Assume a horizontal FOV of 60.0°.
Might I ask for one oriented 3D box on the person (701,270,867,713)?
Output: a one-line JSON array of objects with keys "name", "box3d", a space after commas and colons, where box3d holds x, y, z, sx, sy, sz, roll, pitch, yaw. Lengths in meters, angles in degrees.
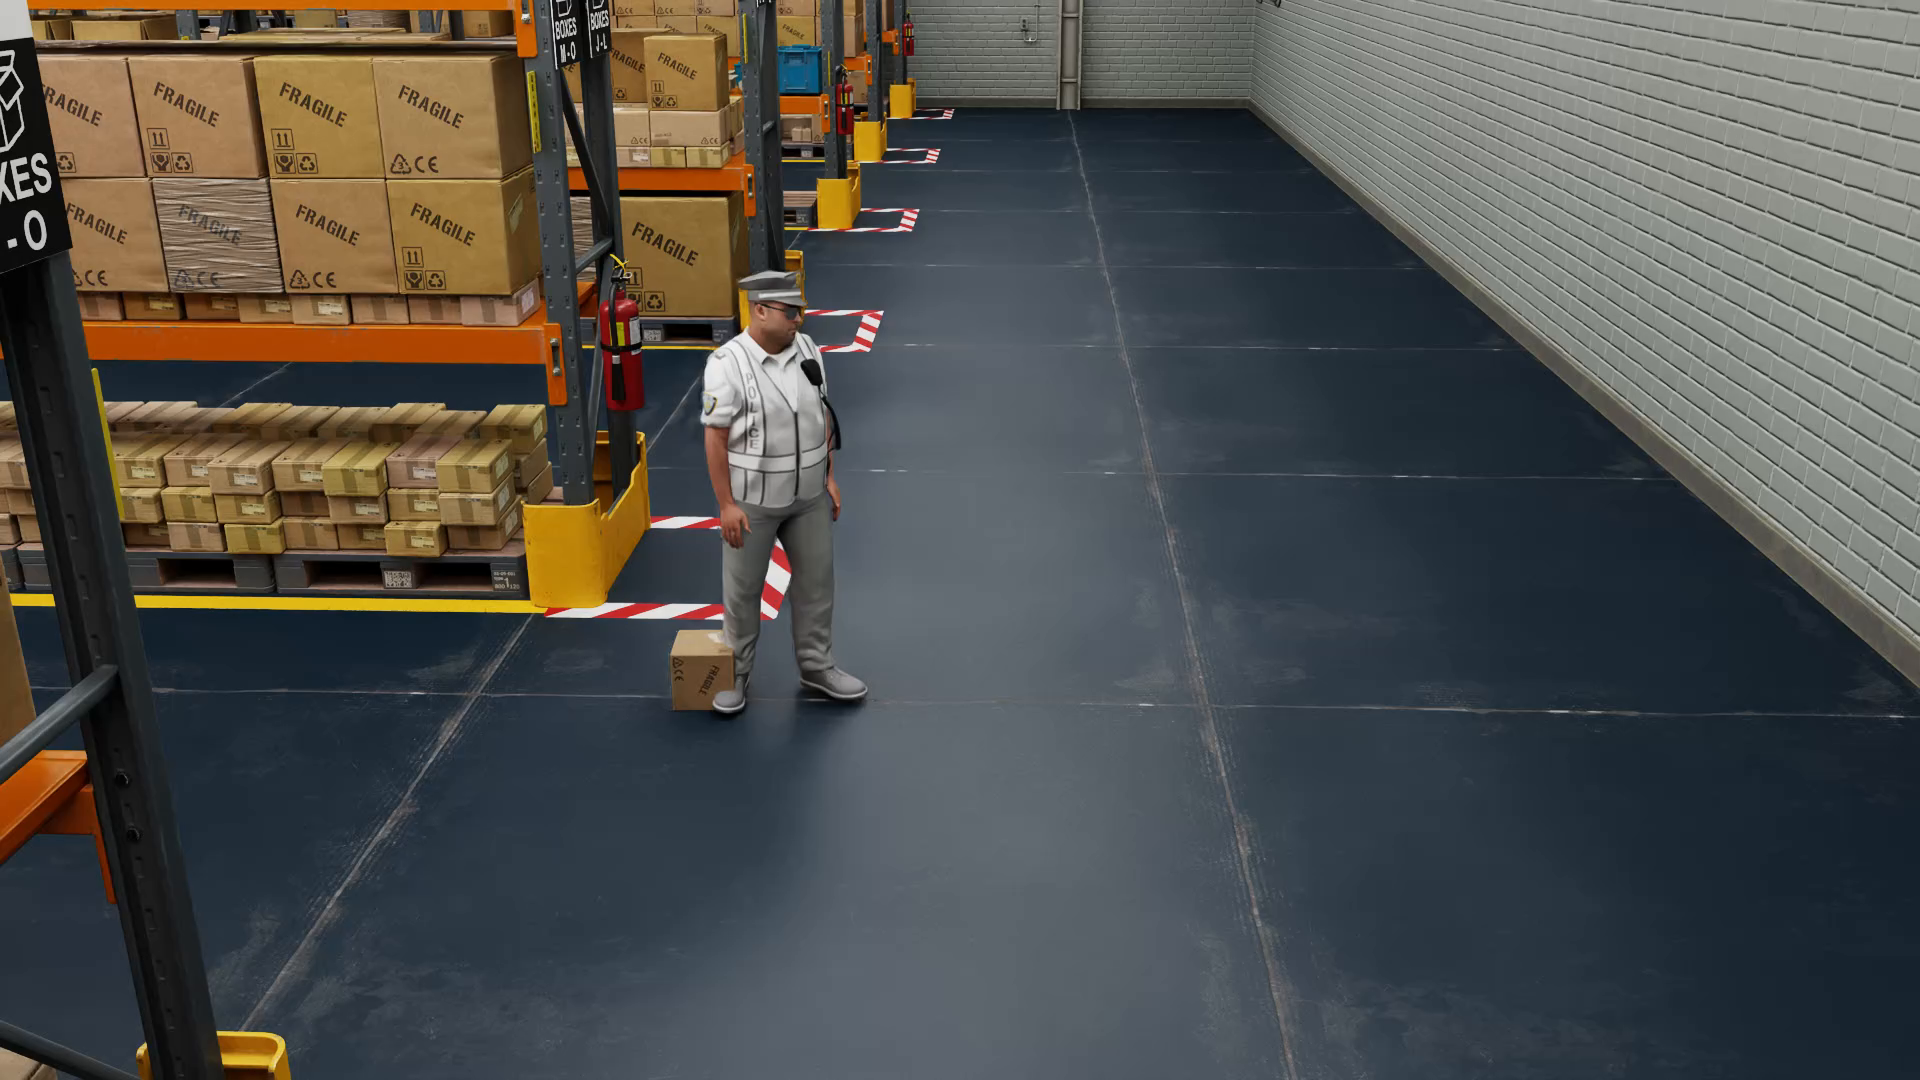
[{"name": "person", "box3d": [-0.725, -0.184, 6.488, 0.594, 1.752, 0.476, -14, 25, -33]}]
